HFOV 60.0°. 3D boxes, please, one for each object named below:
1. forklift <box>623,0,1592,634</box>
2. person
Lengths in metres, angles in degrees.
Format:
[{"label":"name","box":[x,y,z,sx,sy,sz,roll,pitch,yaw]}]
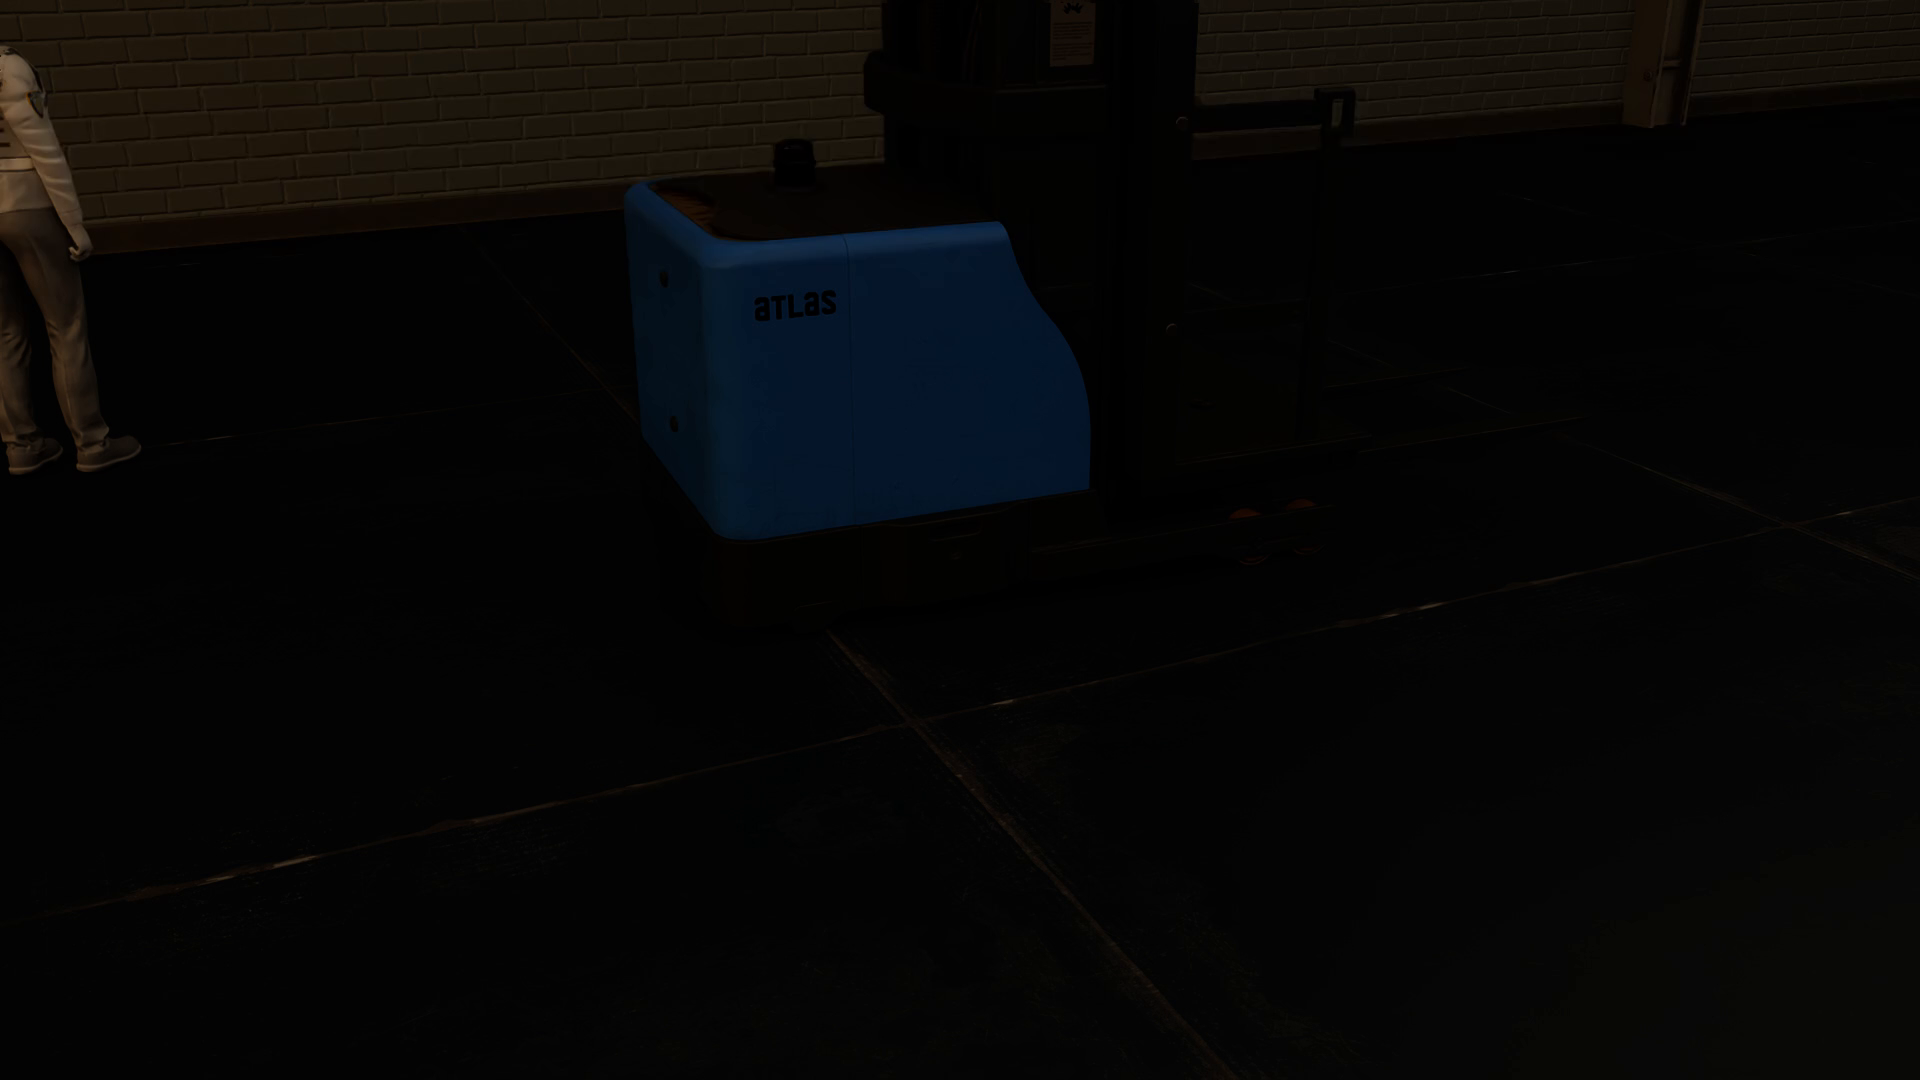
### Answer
[{"label":"forklift","box":[0.580,-1.455,4.789,3.031,2.935,1.130,-9,24,-21]},{"label":"person","box":[-3.084,-1.039,5.418,0.513,1.687,0.342,1,23,2]}]
